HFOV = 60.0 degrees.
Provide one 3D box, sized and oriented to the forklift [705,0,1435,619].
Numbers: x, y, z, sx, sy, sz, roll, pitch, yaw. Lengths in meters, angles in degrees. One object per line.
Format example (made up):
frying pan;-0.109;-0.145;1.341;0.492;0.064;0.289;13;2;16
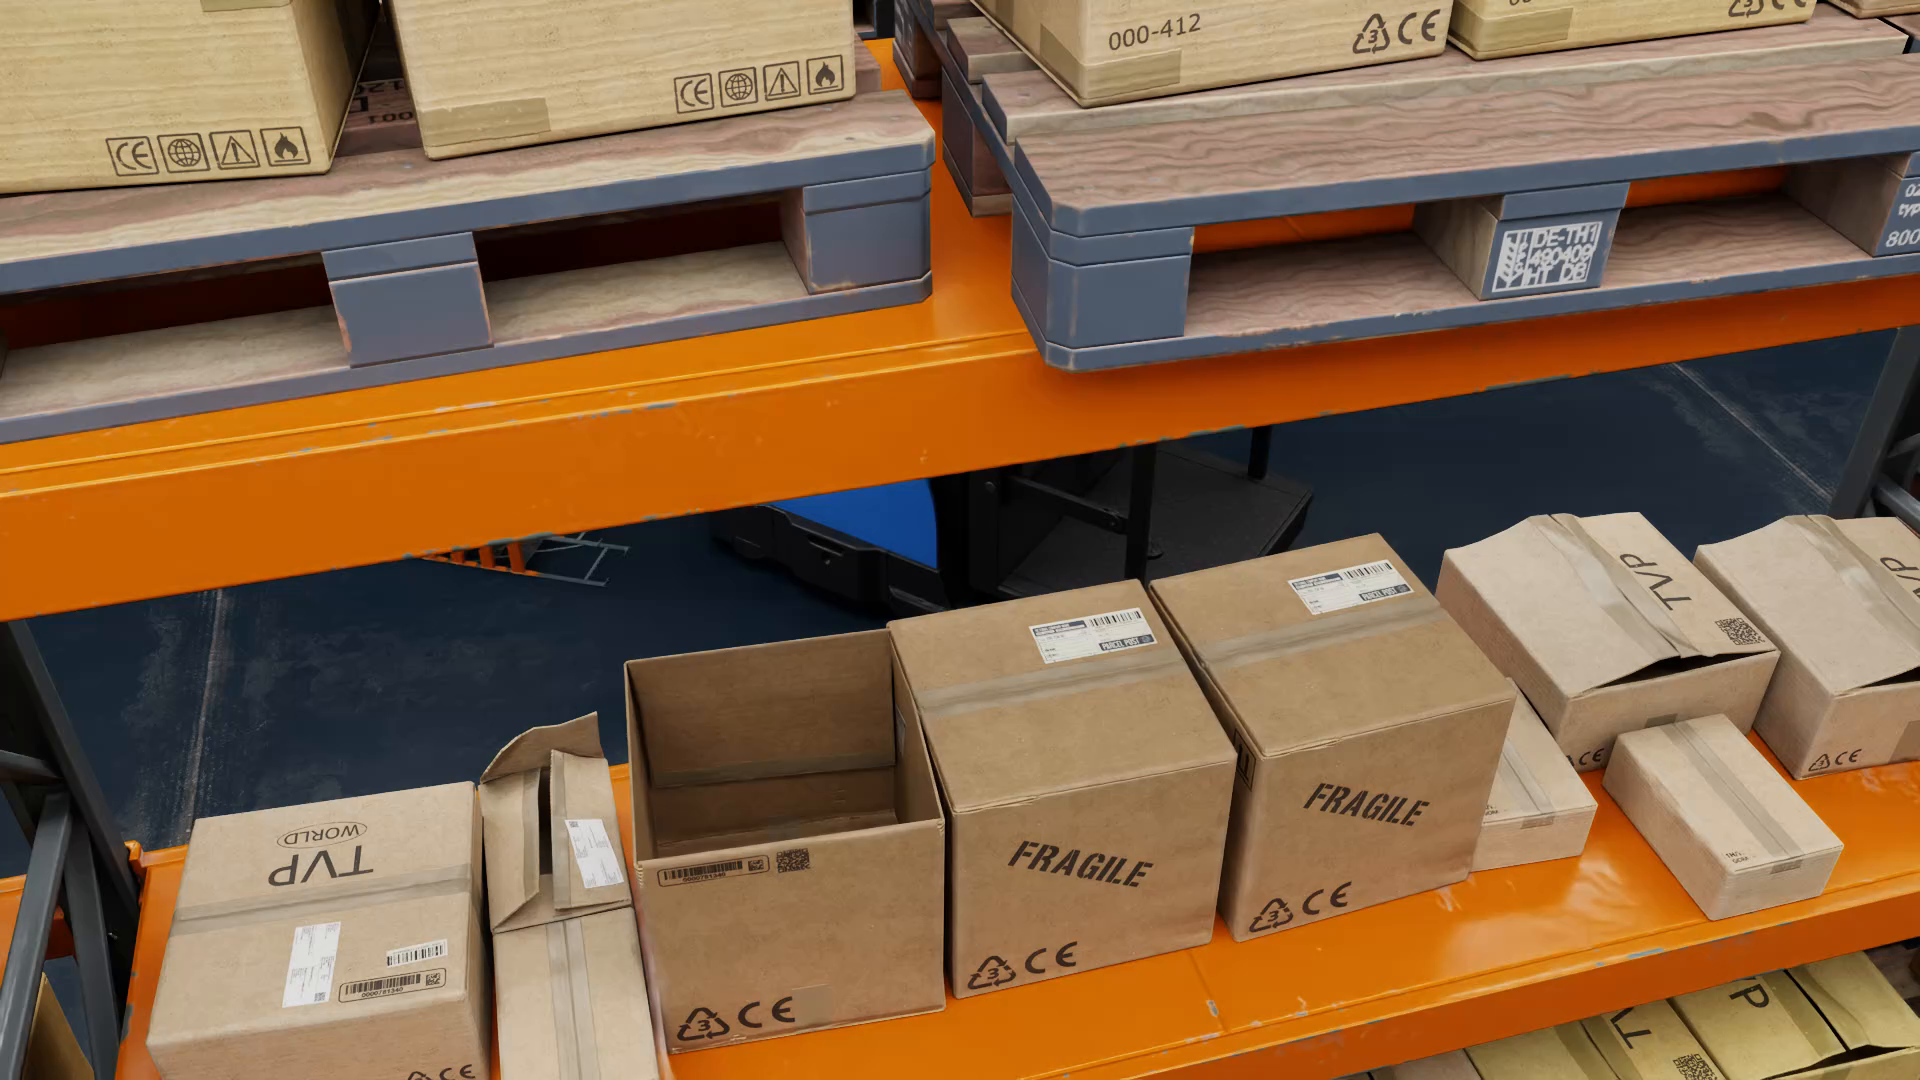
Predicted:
forklift;0.577;-0.937;5.063;3.031;2.935;1.130;21;42;25

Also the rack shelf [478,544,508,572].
rack shelf;-1.684;-0.035;6.136;0.103;0.180;0.258;8;38;11

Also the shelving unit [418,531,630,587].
shelving unit;-1.844;-0.058;6.167;1.200;0.189;0.258;8;38;11

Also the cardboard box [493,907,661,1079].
cardboard box;-0.662;0.847;2.880;0.250;0.149;0.380;-9;38;-12

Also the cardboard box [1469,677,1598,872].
cardboard box;1.075;0.469;3.374;0.250;0.149;0.380;-7;38;-9

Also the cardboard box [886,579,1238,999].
cardboard box;0.167;0.453;3.106;0.500;0.500;0.500;-9;38;-12

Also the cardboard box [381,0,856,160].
cardboard box;-0.444;-0.711;2.020;0.500;0.250;0.500;-13;39;-16

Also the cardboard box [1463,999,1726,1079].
cardboard box;1.350;1.151;3.733;0.500;0.311;0.500;-10;39;-13

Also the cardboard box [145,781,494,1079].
cardboard box;-1.107;0.724;2.958;0.500;0.250;0.500;-7;38;-9

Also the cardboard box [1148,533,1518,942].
cardboard box;0.676;0.370;3.215;0.500;0.500;0.500;-11;39;-14

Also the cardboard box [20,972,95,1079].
cardboard box;-2.100;1.285;3.401;0.500;0.500;0.500;-9;38;-12

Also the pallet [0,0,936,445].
pallet;-0.722;-0.495;2.116;1.217;0.209;0.805;-11;39;-14

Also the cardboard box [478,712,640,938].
cardboard box;-0.770;0.574;3.141;0.258;0.266;0.396;-10;39;-13

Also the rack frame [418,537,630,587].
rack frame;-1.844;0.014;6.222;1.200;0.006;0.240;8;38;11

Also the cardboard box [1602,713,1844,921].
cardboard box;1.495;0.539;3.284;0.250;0.149;0.380;-9;38;-12

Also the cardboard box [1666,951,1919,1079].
cardboard box;1.850;1.064;3.846;0.500;0.311;0.500;-8;38;-11

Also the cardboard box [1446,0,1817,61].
cardboard box;0.811;-0.882;2.243;0.500;0.250;0.500;-10;39;-13

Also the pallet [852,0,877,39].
pallet;-0.904;-2.357;7.020;1.213;0.211;1.003;-9;38;-12

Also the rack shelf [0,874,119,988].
rack shelf;-3.501;1.371;2.582;4.000;0.370;1.077;-9;38;-12

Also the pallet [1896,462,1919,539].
pallet;2.927;0.062;3.858;1.003;0.211;1.213;-9;38;-12

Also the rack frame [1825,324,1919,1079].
rack frame;2.291;0.134;3.605;0.127;3.000;1.000;-9;38;-12

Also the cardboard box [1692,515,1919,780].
cardboard box;1.929;0.202;3.591;0.500;0.311;0.500;-7;38;-9

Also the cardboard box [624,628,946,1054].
cardboard box;-0.316;0.533;3.002;0.500;0.500;0.500;-7;38;-9

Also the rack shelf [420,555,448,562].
rack shelf;-1.917;-0.069;6.181;0.103;0.180;0.258;8;38;11

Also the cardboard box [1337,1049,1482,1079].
cardboard box;0.862;1.229;3.631;0.500;0.311;0.500;-10;38;-12

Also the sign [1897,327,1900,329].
sign;2.141;-0.611;3.692;0.005;0.325;0.100;-9;38;-12

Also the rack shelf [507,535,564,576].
rack shelf;-1.567;-0.018;6.114;0.103;0.180;0.258;8;38;11

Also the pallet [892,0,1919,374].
pallet;0.580;-0.643;2.308;1.213;0.211;1.003;-8;38;-10

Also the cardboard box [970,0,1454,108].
cardboard box;0.291;-0.797;2.133;0.500;0.250;0.500;-12;39;-16

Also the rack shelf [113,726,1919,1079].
rack shelf;0.360;0.737;3.410;4.000;0.370;1.077;-9;38;-12

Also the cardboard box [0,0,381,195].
cardboard box;-0.973;-0.623;1.904;0.500;0.250;0.500;-6;38;-7

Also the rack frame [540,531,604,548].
rack frame;-1.844;-0.131;6.111;1.200;0.006;0.240;8;38;11

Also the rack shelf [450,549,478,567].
rack shelf;-1.800;-0.052;6.159;0.103;0.180;0.258;8;38;11

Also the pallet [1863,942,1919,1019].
pallet;3.022;1.146;4.578;1.213;0.211;1.003;-9;38;-12

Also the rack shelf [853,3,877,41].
rack shelf;-0.935;-2.168;7.208;4.000;0.370;1.077;-9;38;-12

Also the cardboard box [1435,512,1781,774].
cardboard box;1.377;0.198;3.596;0.500;0.311;0.500;-10;38;-12

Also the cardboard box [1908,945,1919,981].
cardboard box;2.805;1.048;4.106;0.500;0.500;0.500;-8;38;-10

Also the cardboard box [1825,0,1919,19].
cardboard box;1.367;-0.966;2.353;0.500;0.250;0.500;-8;38;-11
